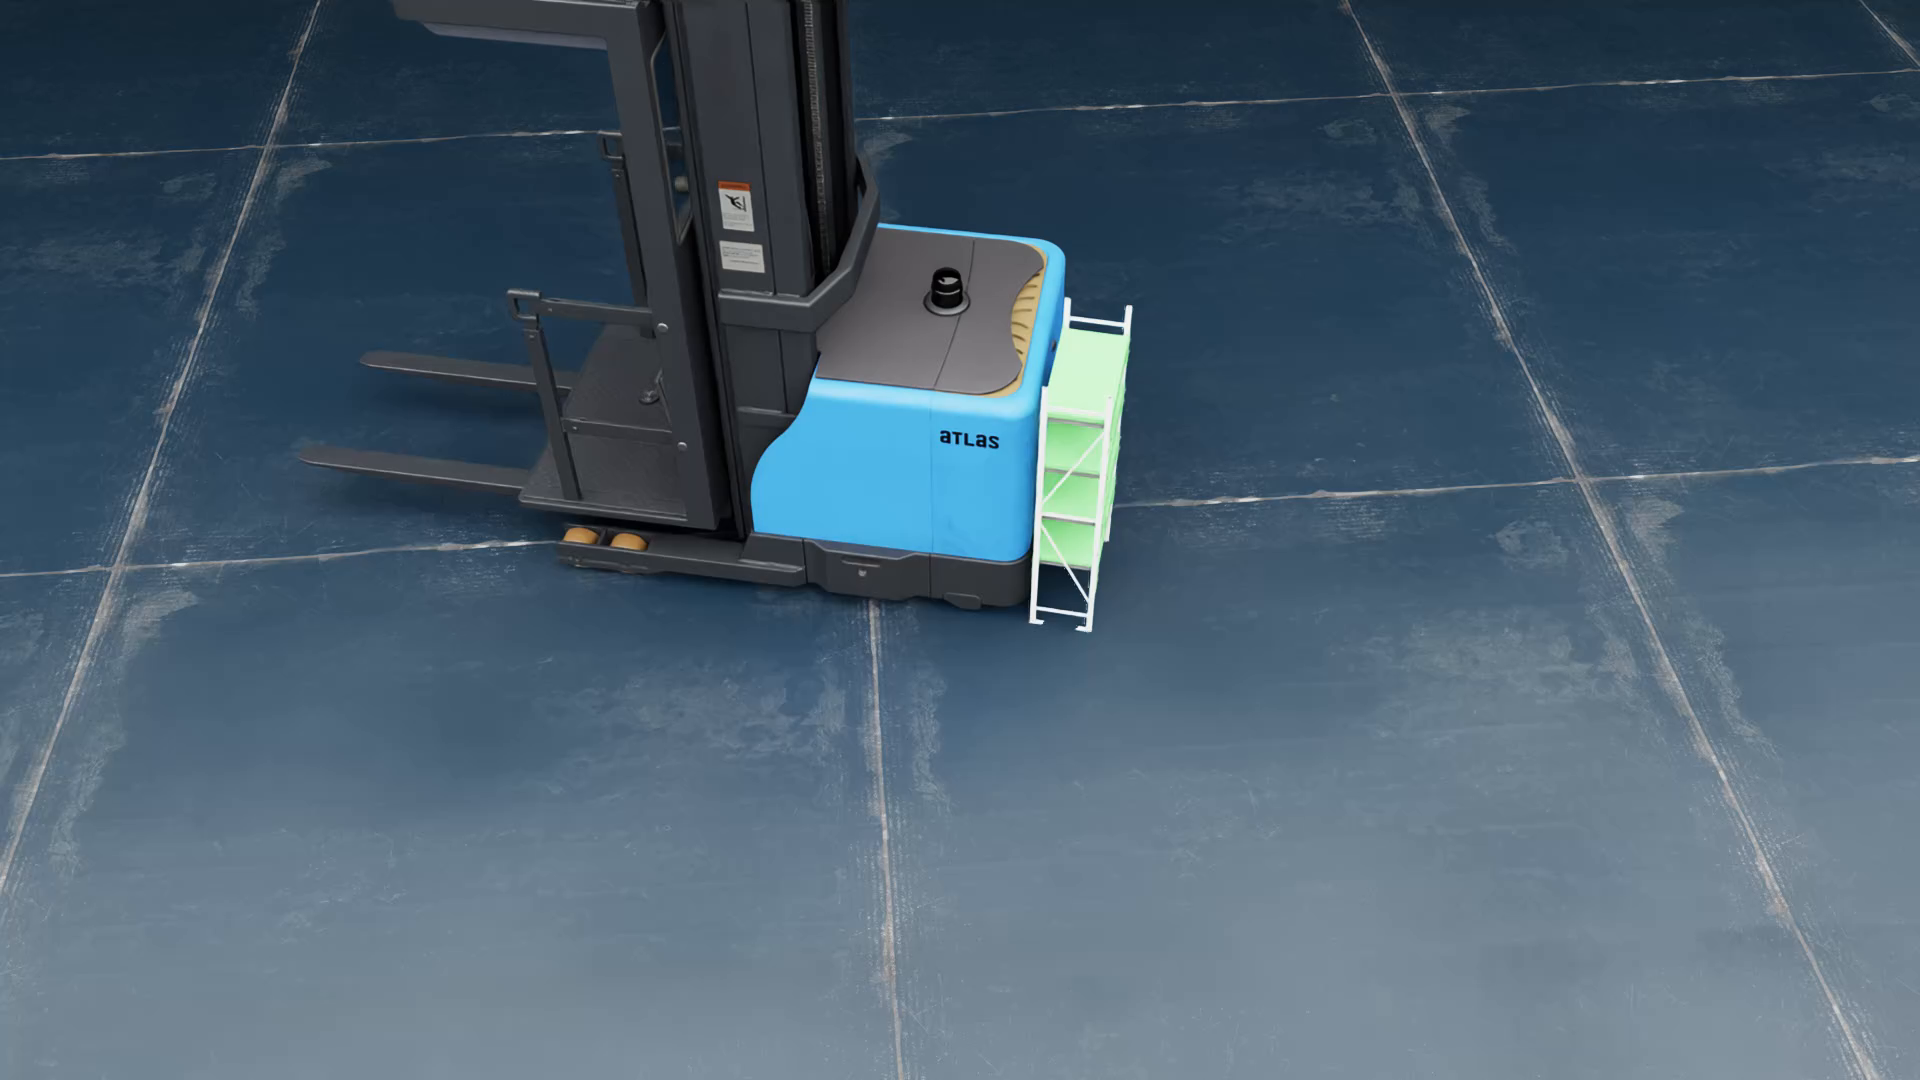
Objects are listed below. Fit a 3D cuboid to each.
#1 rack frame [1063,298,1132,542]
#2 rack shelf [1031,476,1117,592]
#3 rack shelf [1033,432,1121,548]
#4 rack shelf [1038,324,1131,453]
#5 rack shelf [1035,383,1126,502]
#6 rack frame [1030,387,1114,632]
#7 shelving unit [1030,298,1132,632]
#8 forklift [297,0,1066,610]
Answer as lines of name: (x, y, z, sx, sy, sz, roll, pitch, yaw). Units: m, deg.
rack frame: (0.488, -0.427, 6.327, 0.240, 1.200, 0.015, 8, 47, 8)
rack shelf: (0.439, -0.044, 6.383, 0.258, 0.148, 0.480, 8, 47, 8)
rack shelf: (0.440, -0.209, 6.209, 0.258, 0.148, 0.480, 8, 47, 8)
rack shelf: (0.442, -0.539, 5.860, 0.258, 0.148, 0.480, 8, 47, 8)
rack shelf: (0.441, -0.374, 6.035, 0.258, 0.148, 0.480, 8, 47, 8)
rack frame: (0.392, -0.080, 5.998, 0.240, 1.200, 0.015, 8, 47, 8)
shelving unit: (0.440, -0.253, 6.163, 0.258, 1.200, 0.503, 8, 47, 8)
forklift: (-1.148, -1.246, 5.911, 3.031, 2.935, 1.130, 7, 47, 6)
